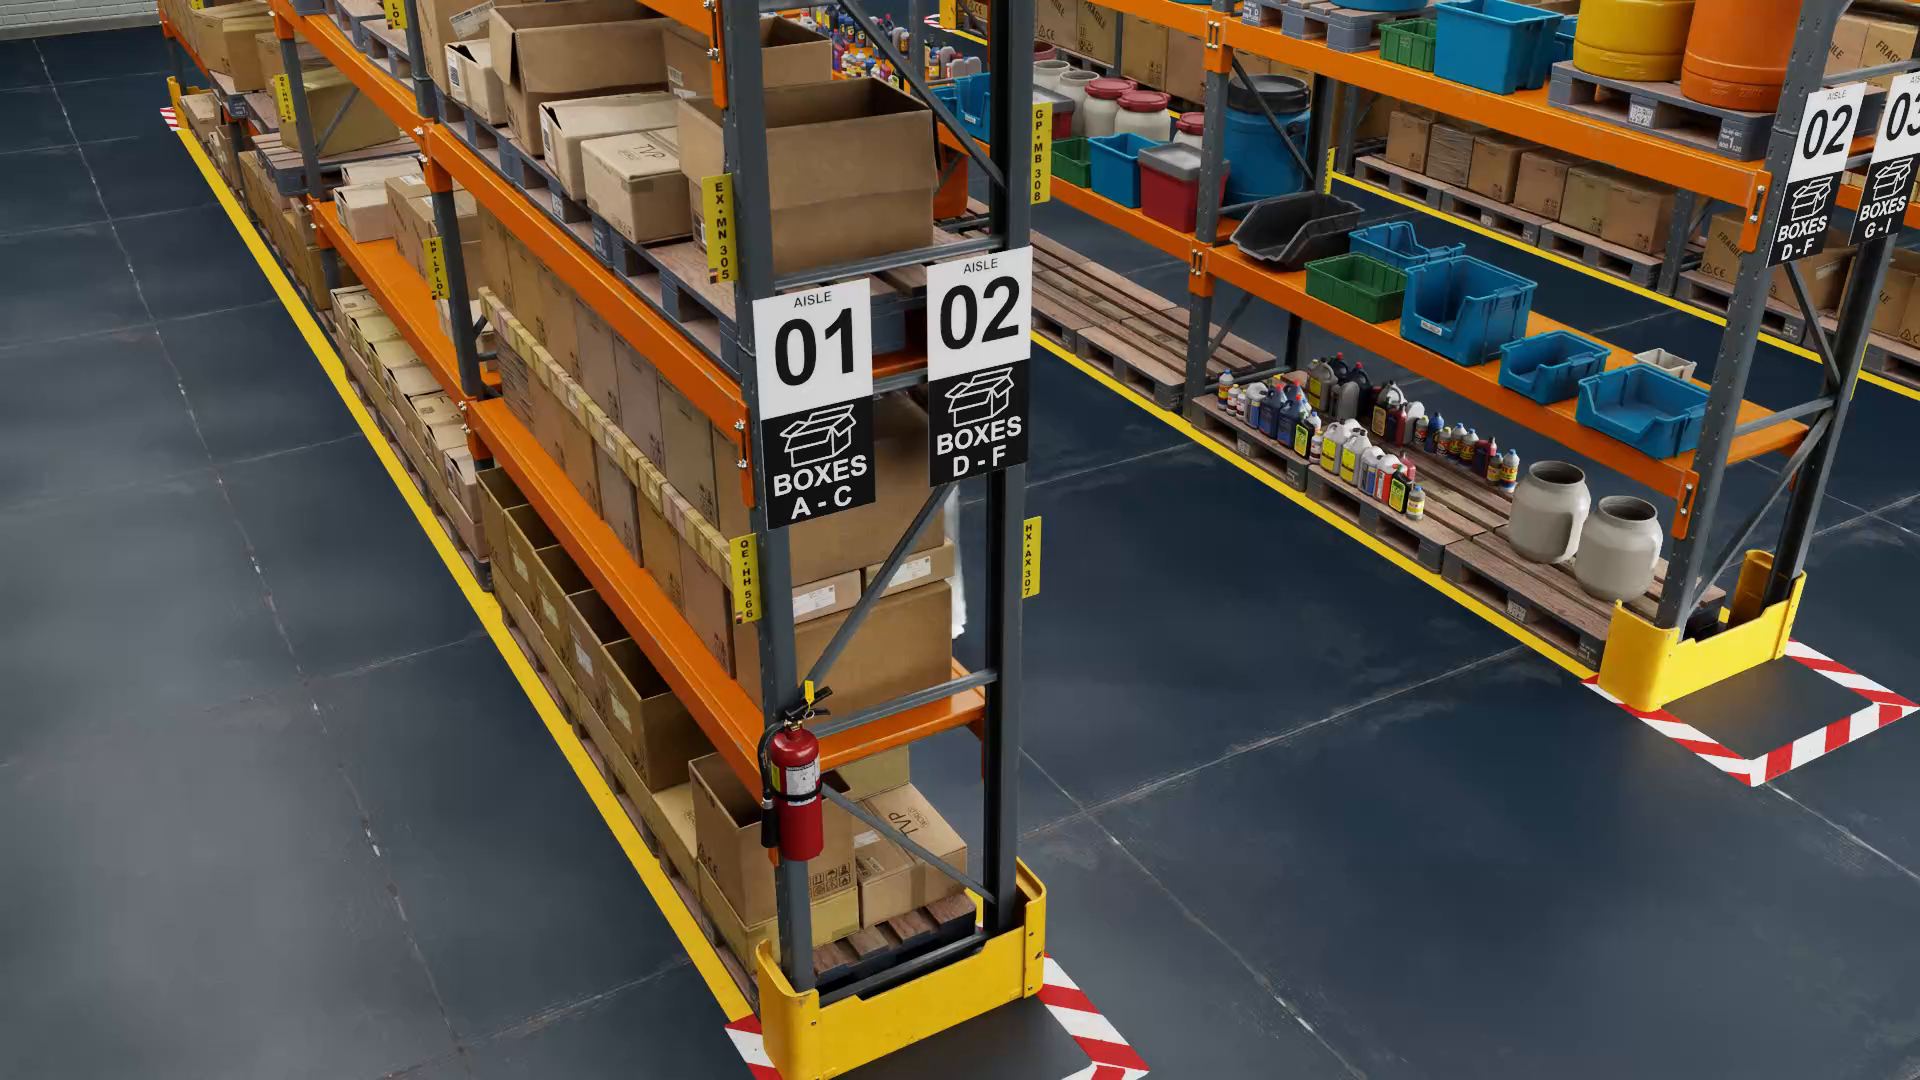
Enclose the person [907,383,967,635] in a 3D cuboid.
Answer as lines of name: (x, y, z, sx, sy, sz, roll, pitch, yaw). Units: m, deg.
person: (-0.195, -0.113, 9.022, 0.465, 1.420, 0.487, -5, 29, -9)
